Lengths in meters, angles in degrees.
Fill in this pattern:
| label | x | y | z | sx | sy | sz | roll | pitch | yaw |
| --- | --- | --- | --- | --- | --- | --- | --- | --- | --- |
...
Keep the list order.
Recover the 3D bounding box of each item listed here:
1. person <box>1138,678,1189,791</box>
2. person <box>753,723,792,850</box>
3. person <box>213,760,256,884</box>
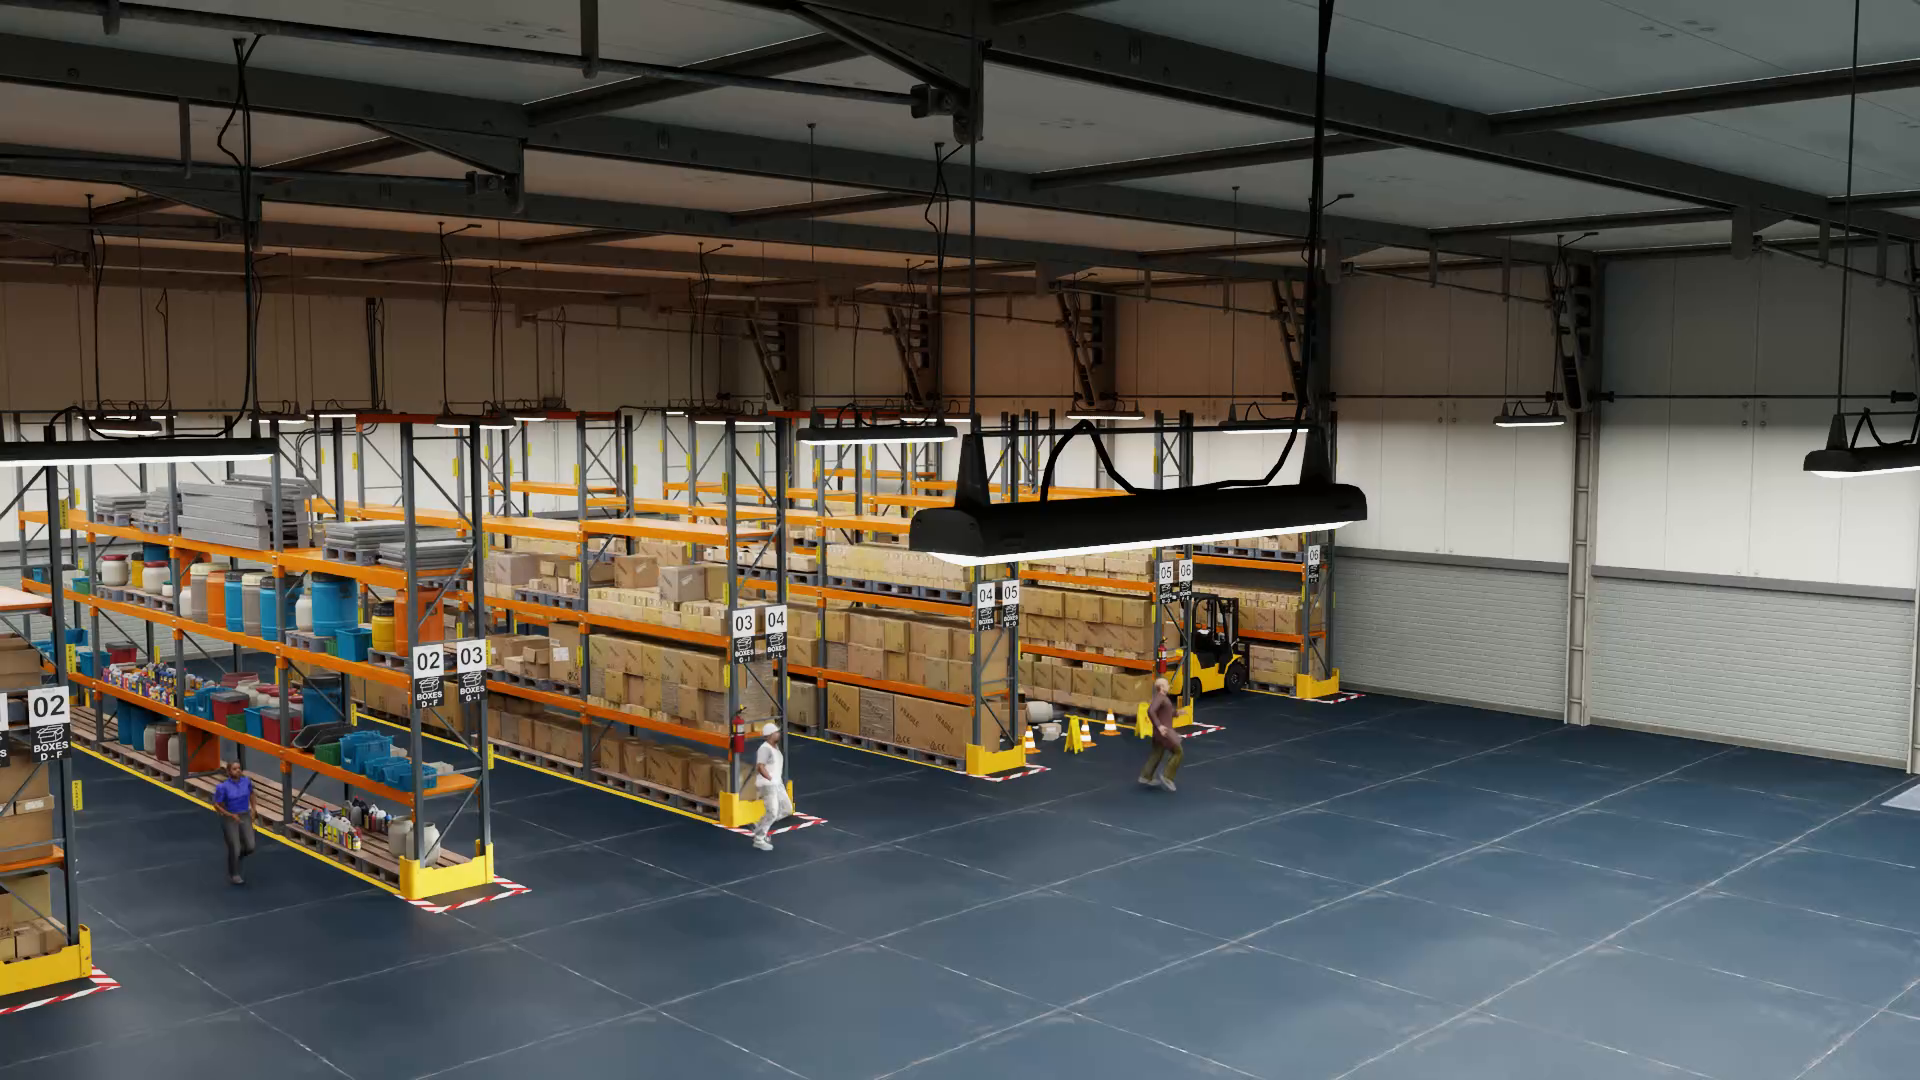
| label | x | y | z | sx | sy | sz | roll | pitch | yaw |
| --- | --- | --- | --- | --- | --- | --- | --- | --- | --- |
| person | 3.270 | 3.132 | 26.731 | 0.806 | 1.830 | 0.671 | 0 | 5 | -3 |
| person | -2.622 | 3.442 | 23.409 | 0.517 | 1.719 | 0.742 | 1 | 5 | 10 |
| person | -9.377 | 3.654 | 21.608 | 0.562 | 1.614 | 0.600 | 4 | 6 | 40 |
